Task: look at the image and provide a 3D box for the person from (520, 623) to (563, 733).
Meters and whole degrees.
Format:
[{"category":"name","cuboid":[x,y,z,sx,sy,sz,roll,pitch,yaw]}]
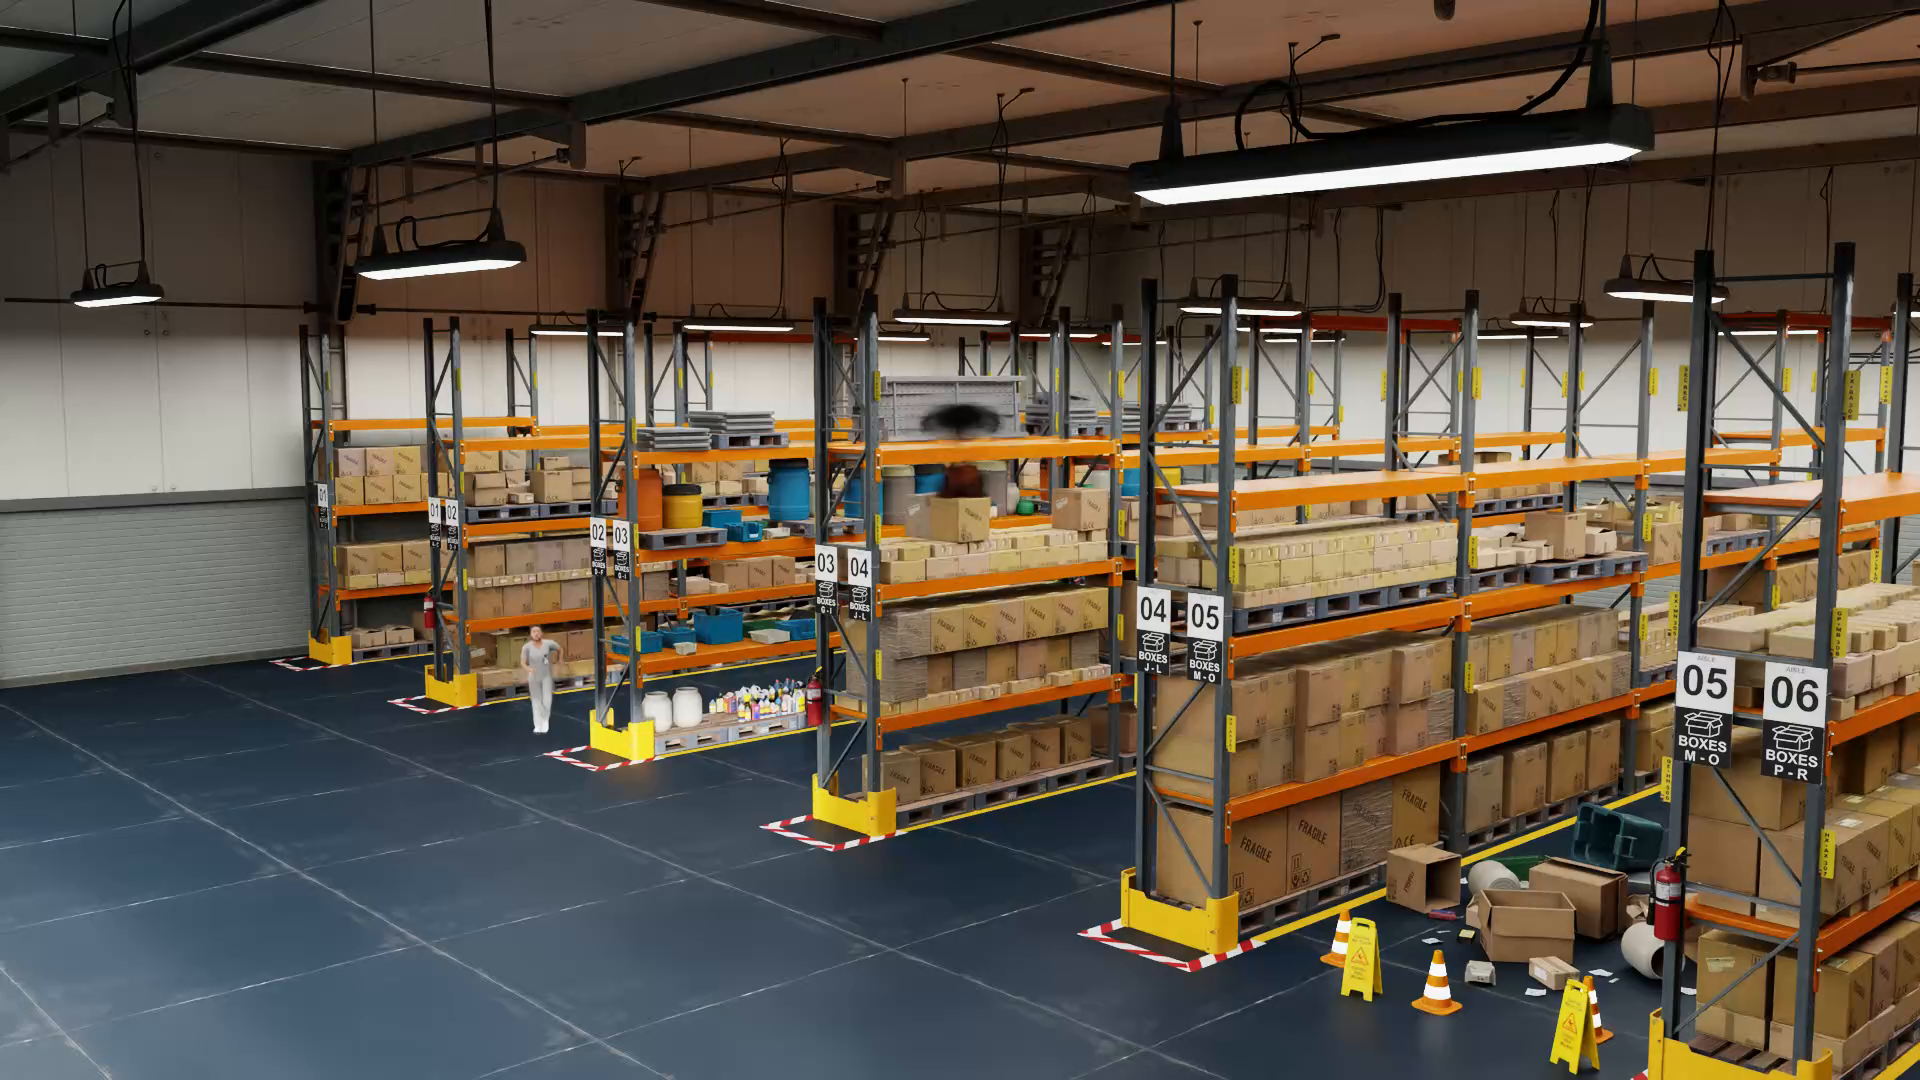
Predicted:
[{"category":"person","cuboid":[-5.910,1.970,23.497,0.574,1.611,0.768,-1,6,-10]}]
